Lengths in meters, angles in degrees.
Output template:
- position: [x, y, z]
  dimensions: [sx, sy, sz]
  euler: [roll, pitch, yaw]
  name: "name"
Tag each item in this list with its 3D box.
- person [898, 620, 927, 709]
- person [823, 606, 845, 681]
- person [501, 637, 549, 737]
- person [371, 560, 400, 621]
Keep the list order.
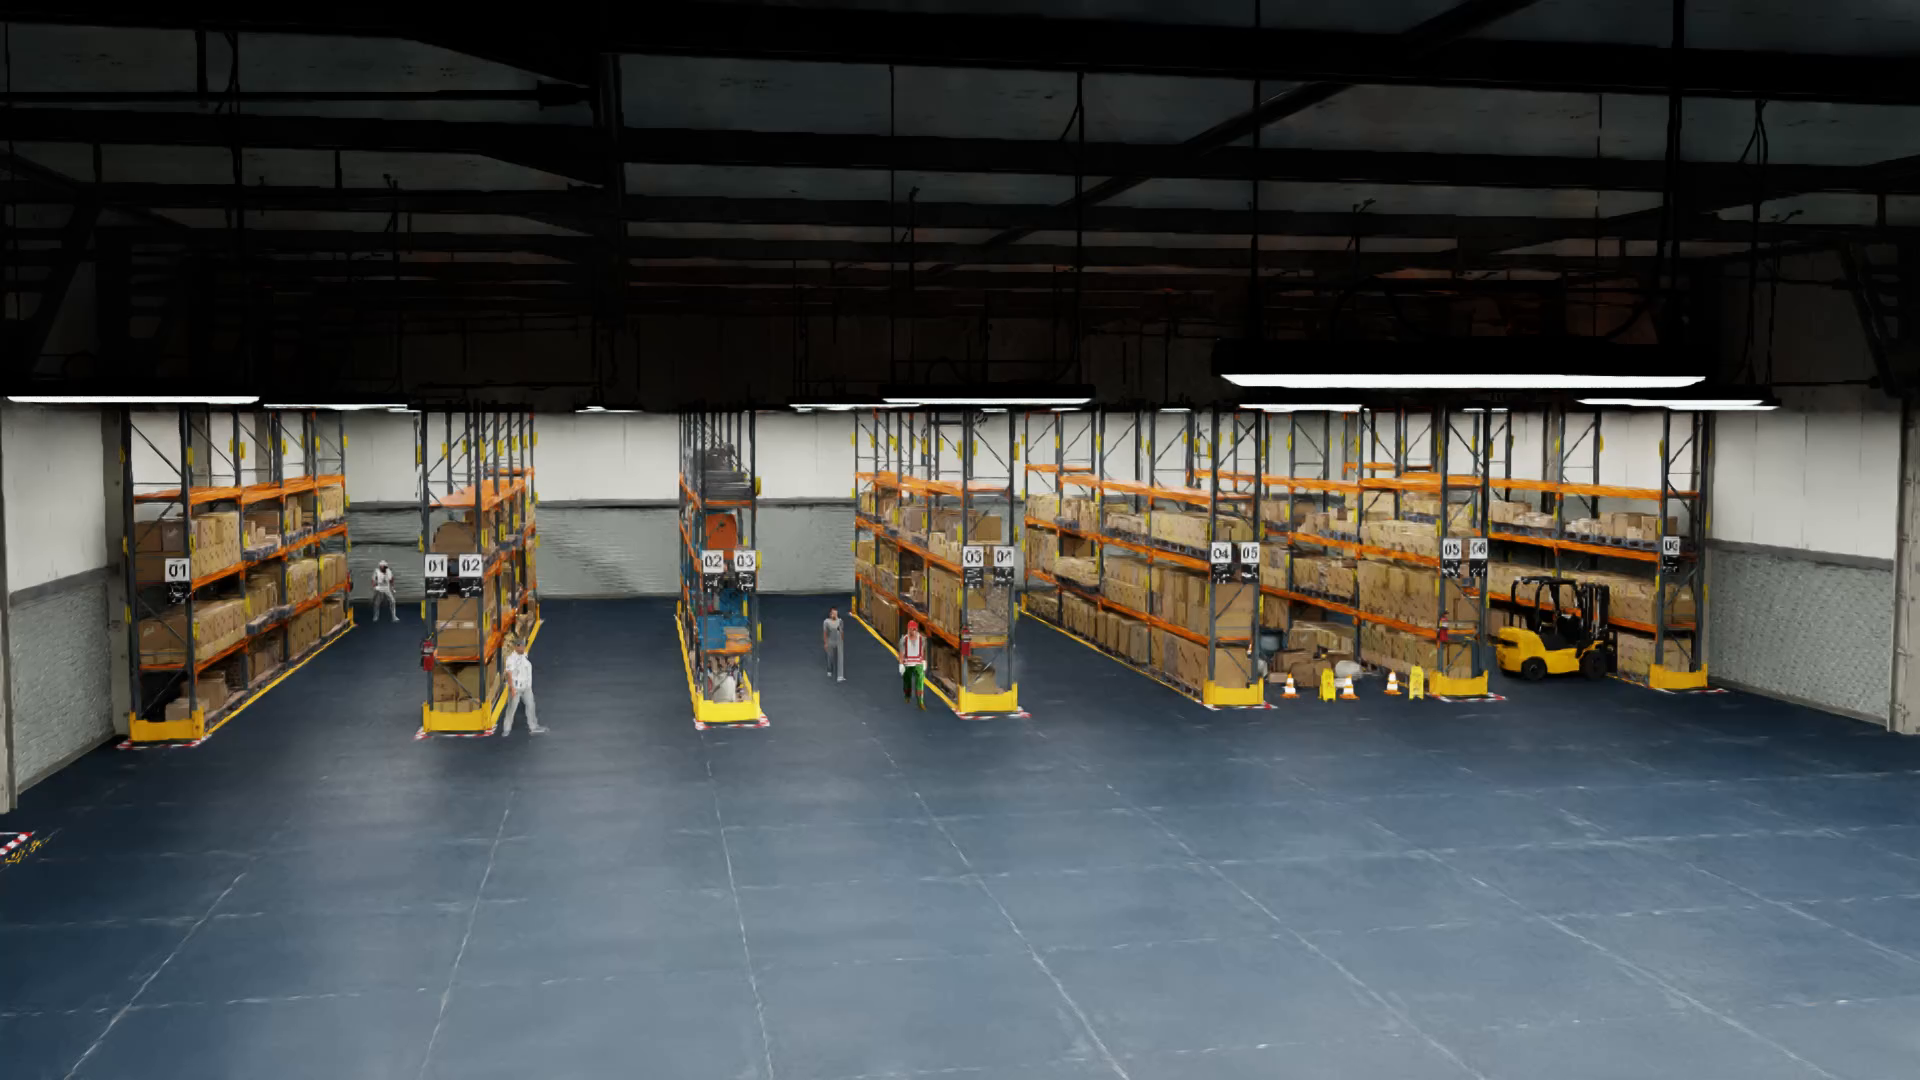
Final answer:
- position: [-0.935, 2.406, 32.399]
  dimensions: [0.534, 1.705, 1.102]
  euler: [-1, 4, -8]
  name: "person"
- position: [-2.728, 2.210, 35.818]
  dimensions: [0.446, 1.590, 1.109]
  euler: [-1, 4, -8]
  name: "person"
- position: [-7.812, 2.604, 29.644]
  dimensions: [0.588, 1.743, 0.772]
  euler: [2, 5, 29]
  name: "person"
- position: [-15.914, 1.393, 45.880]
  dimensions: [0.693, 1.716, 0.813]
  euler: [-3, 5, -33]
  name: "person"
